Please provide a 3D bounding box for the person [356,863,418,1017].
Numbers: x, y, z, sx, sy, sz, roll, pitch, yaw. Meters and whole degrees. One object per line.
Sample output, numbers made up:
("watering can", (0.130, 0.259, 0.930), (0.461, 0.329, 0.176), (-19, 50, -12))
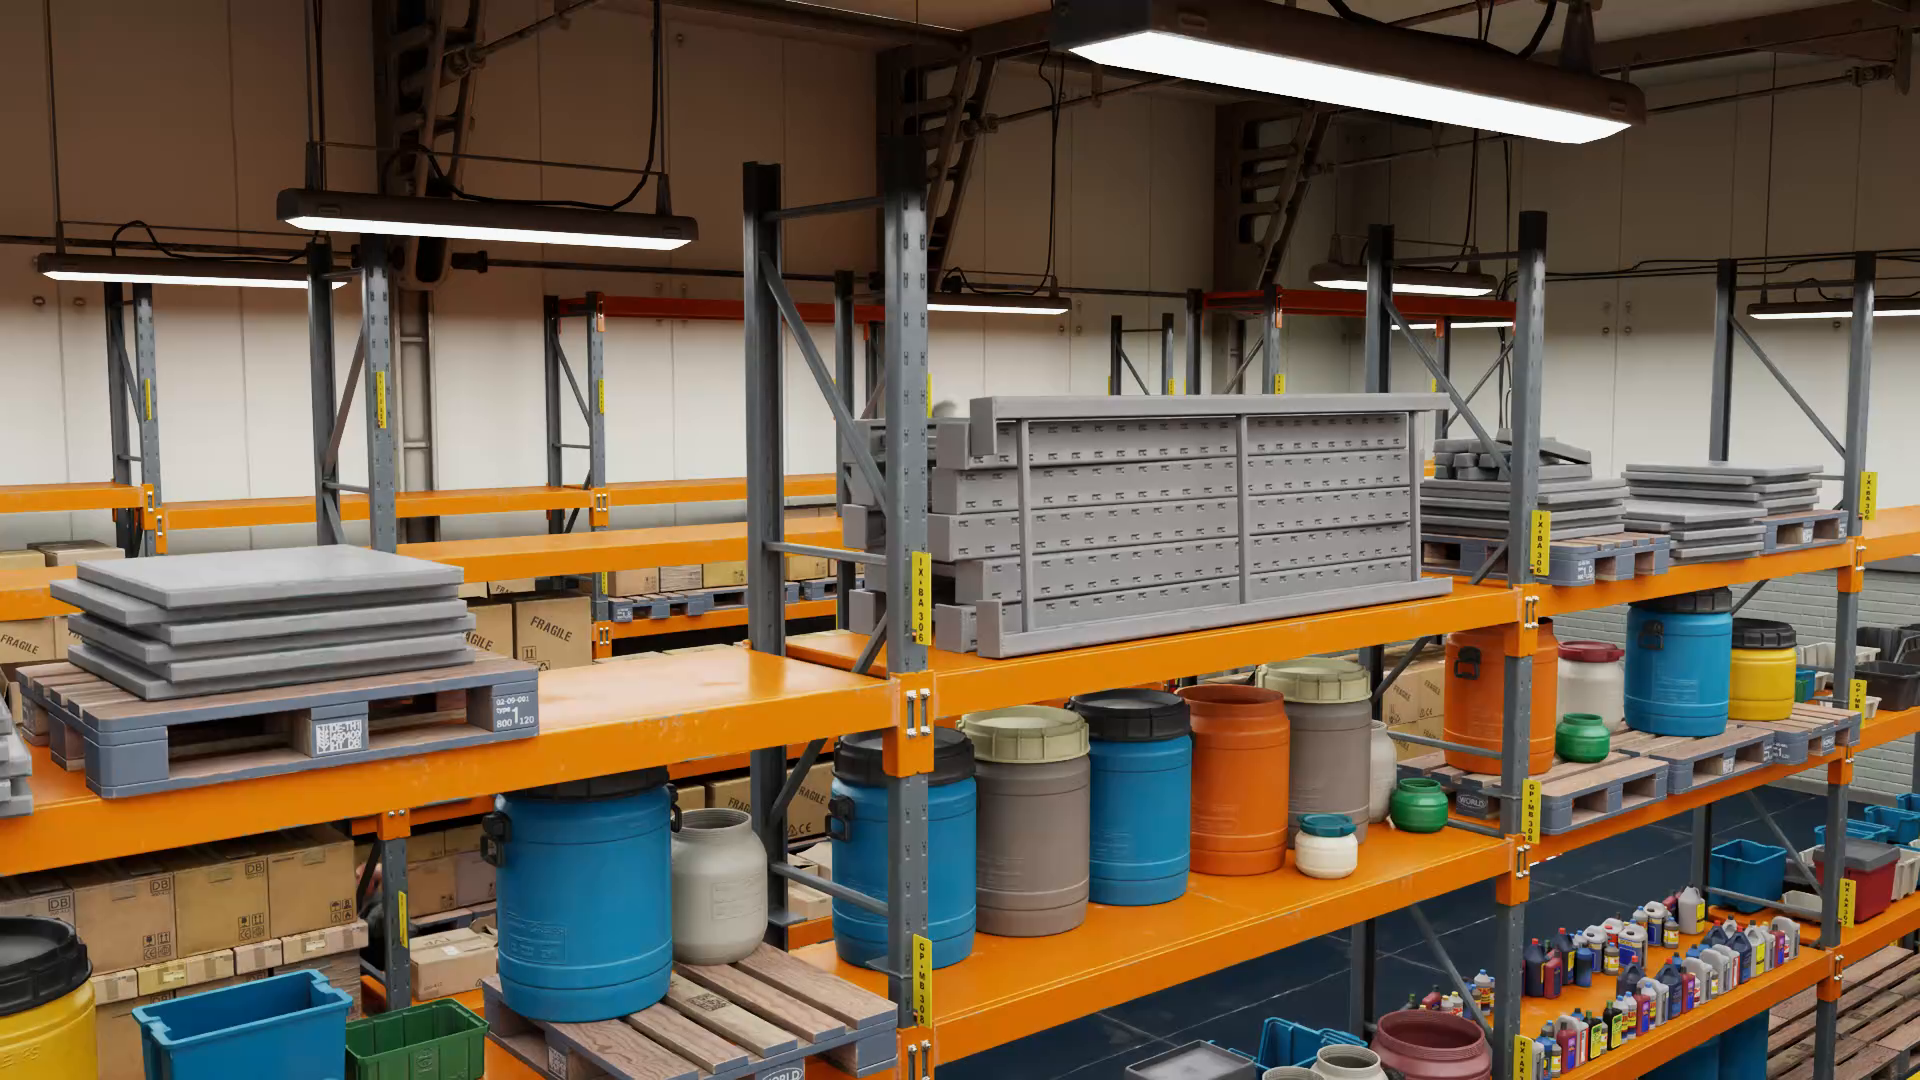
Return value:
("person", (-4.248, 3.176, 12.033), (0.703, 1.684, 0.682), (-4, 7, -33))
